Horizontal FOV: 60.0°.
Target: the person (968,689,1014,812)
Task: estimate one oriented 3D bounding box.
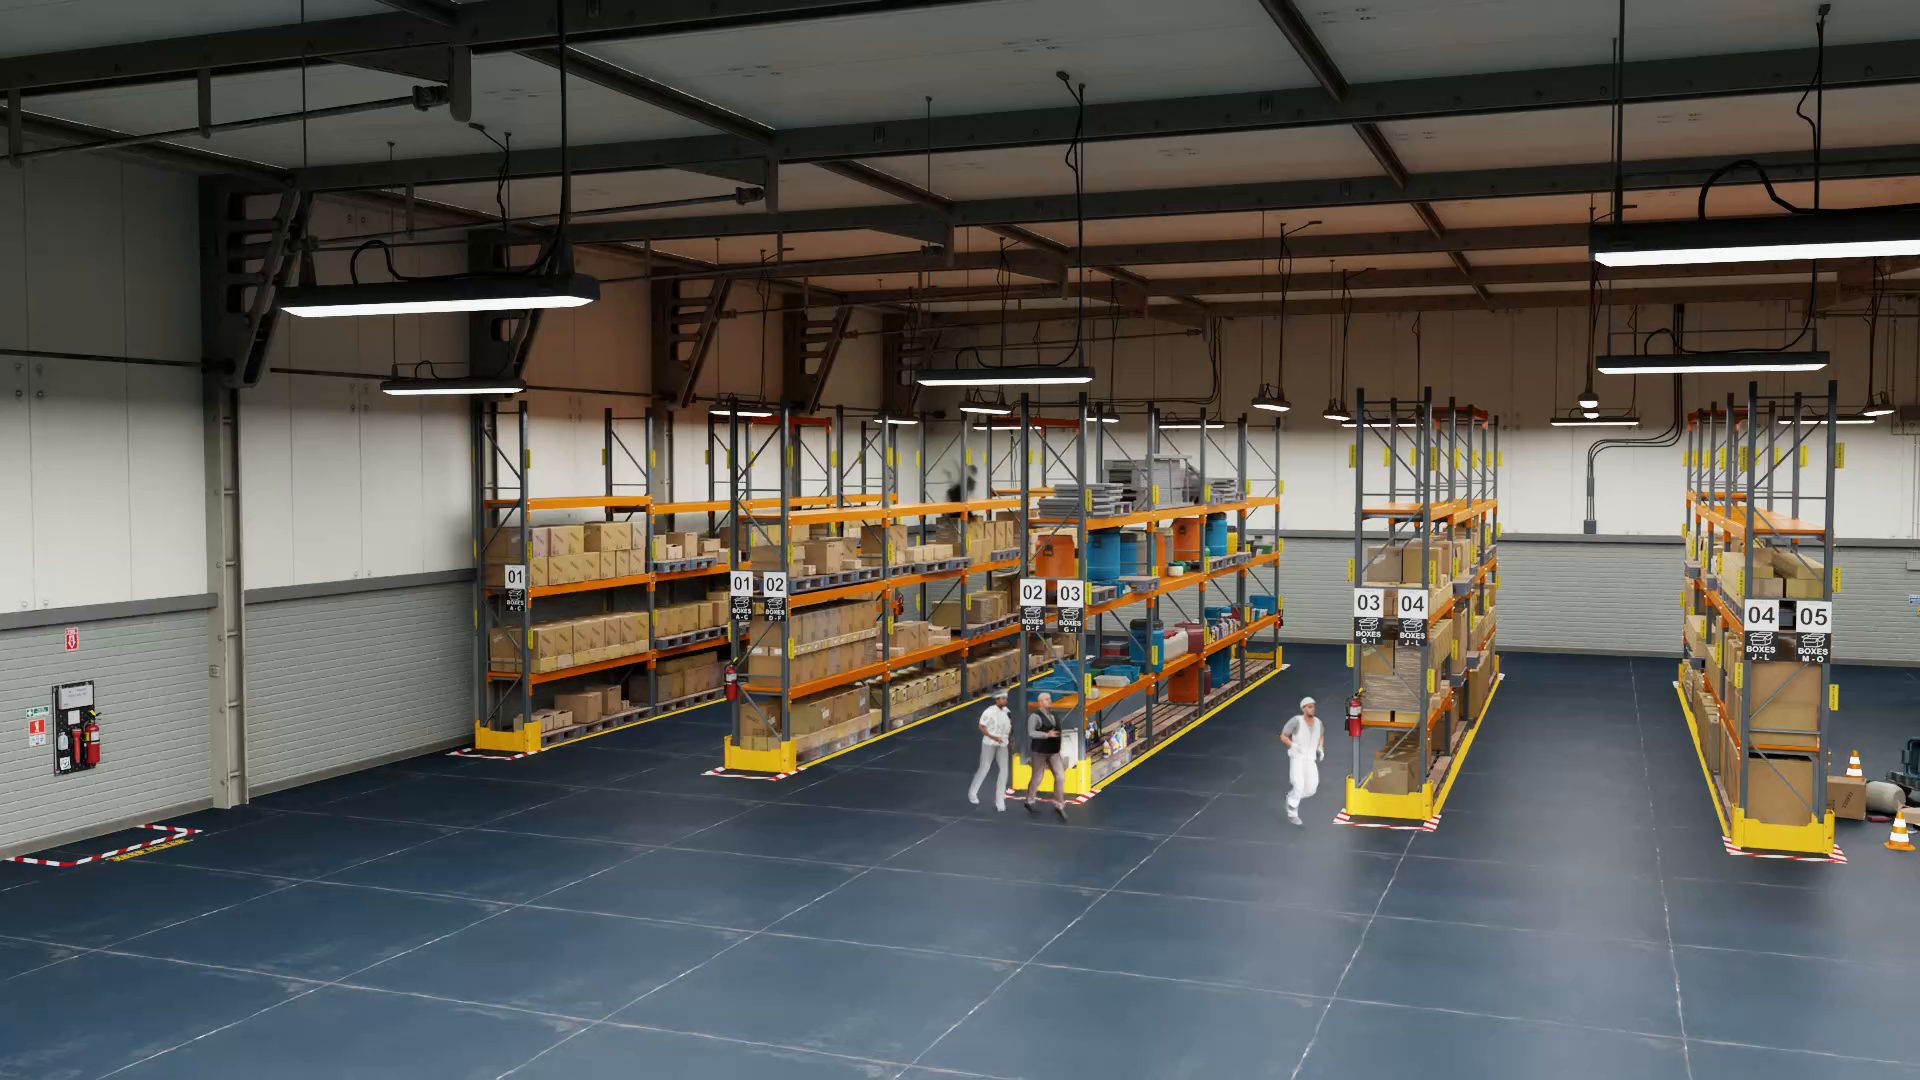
[{"bbox_3d":[0.540,2.992,23.946,0.653,1.710,0.770,-2,3,-29],"label":"person"}]

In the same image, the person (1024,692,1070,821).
[{"bbox_3d":[1.193,3.005,23.183,0.664,1.774,0.739,-2,3,-35],"label":"person"}]

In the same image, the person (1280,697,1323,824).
[{"bbox_3d":[4.754,3.027,22.948,0.684,1.728,0.628,-1,3,-16],"label":"person"}]
